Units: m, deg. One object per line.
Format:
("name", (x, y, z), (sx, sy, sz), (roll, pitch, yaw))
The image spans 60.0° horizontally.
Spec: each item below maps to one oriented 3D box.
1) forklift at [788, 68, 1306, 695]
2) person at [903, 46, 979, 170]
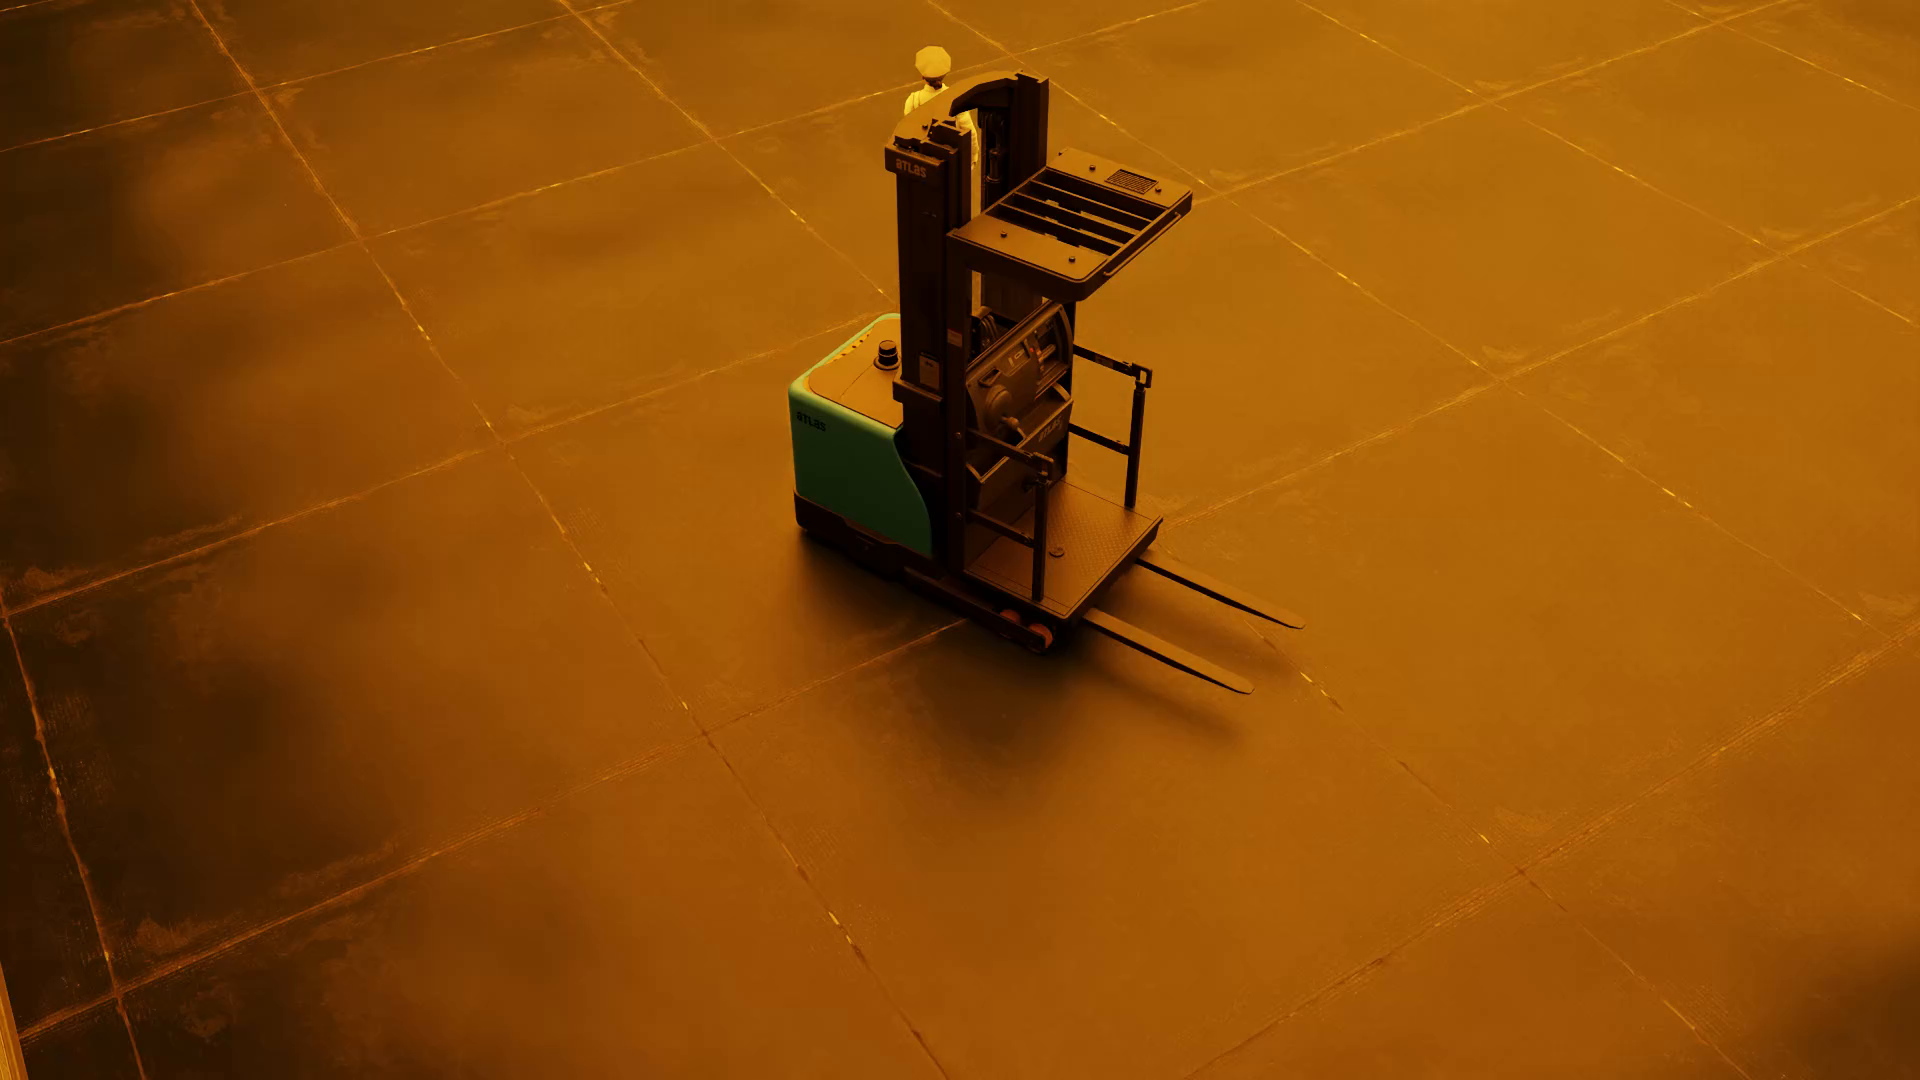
("forklift", (0.496, -0.872, 8.869), (3.031, 2.935, 1.130), (25, 47, 26))
("person", (-0.151, -2.781, 11.982), (0.588, 1.697, 0.534), (-1, 41, -1))
